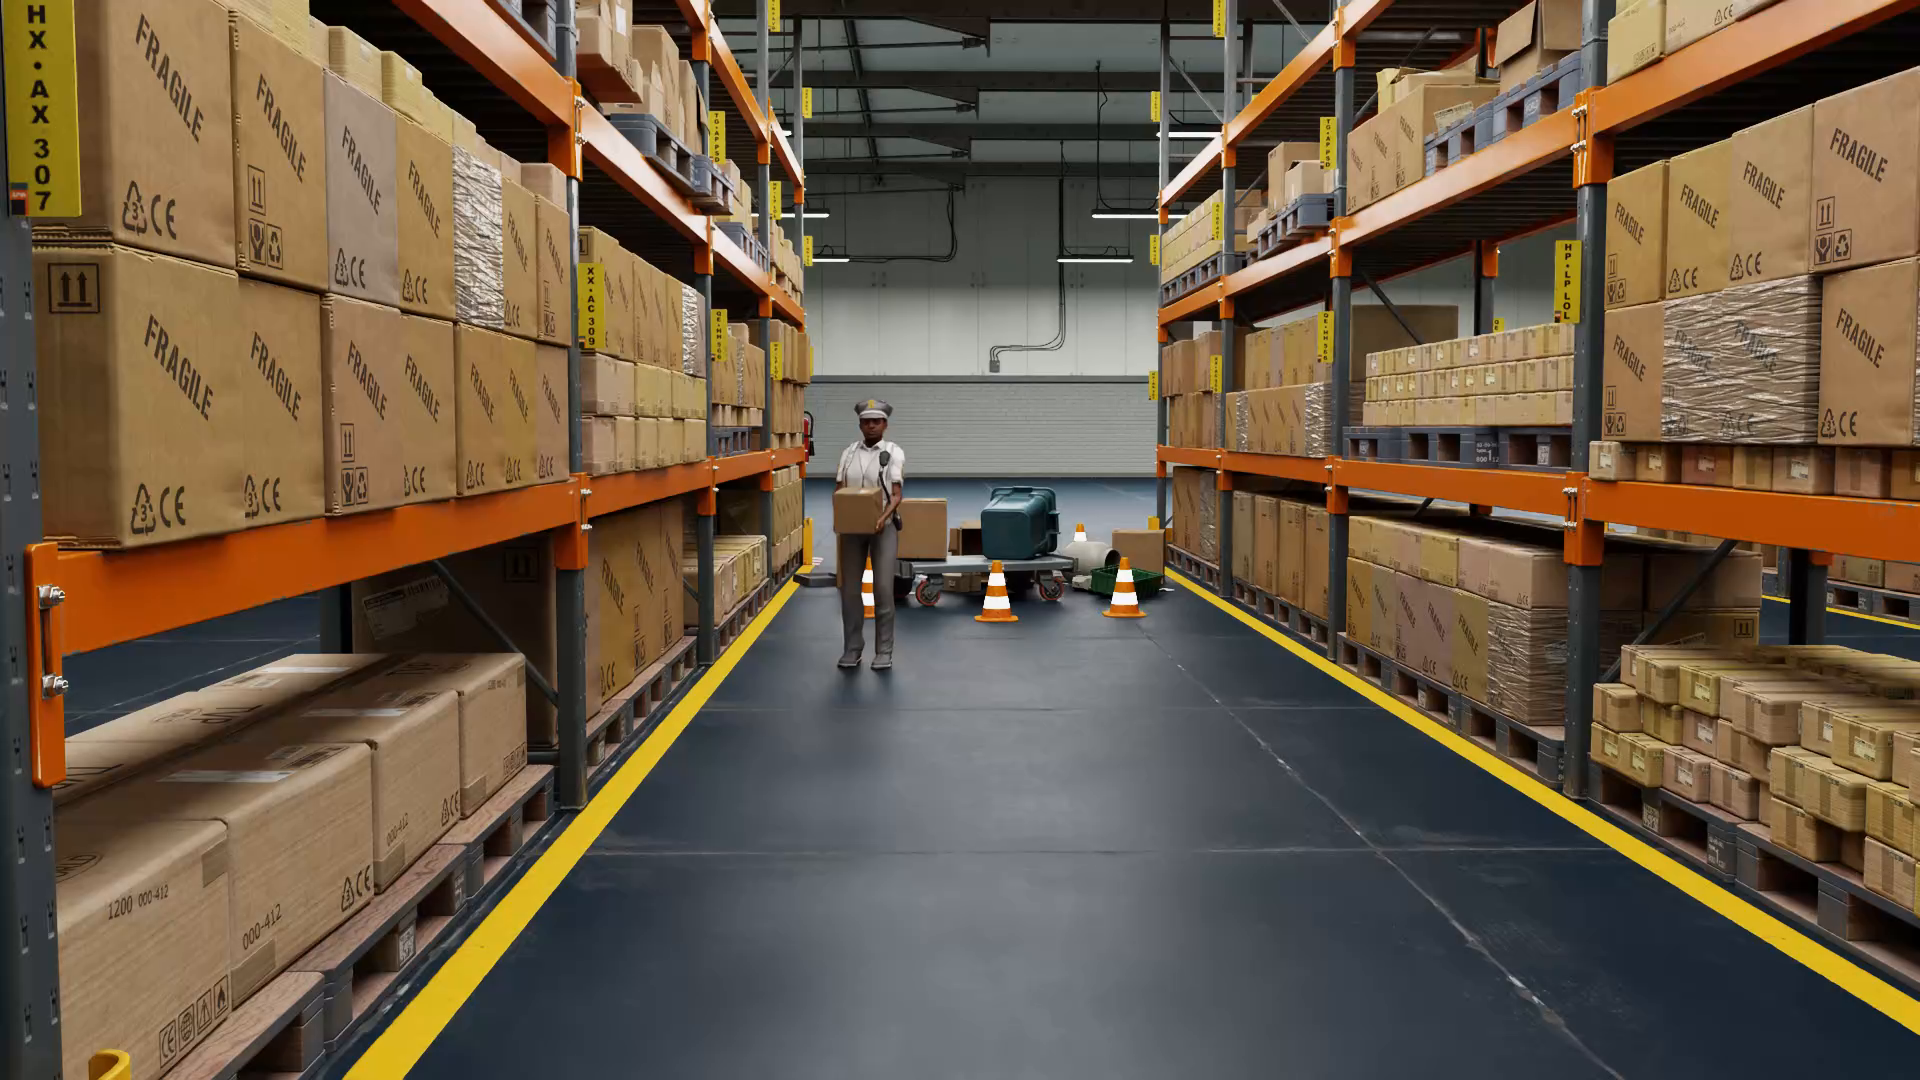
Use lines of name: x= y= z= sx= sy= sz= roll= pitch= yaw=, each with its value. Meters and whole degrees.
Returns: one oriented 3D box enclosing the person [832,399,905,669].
person: x=-0.590 y=-0.039 z=10.446 sx=0.451 sy=1.685 sz=0.518 roll=1 pitch=4 yaw=11
